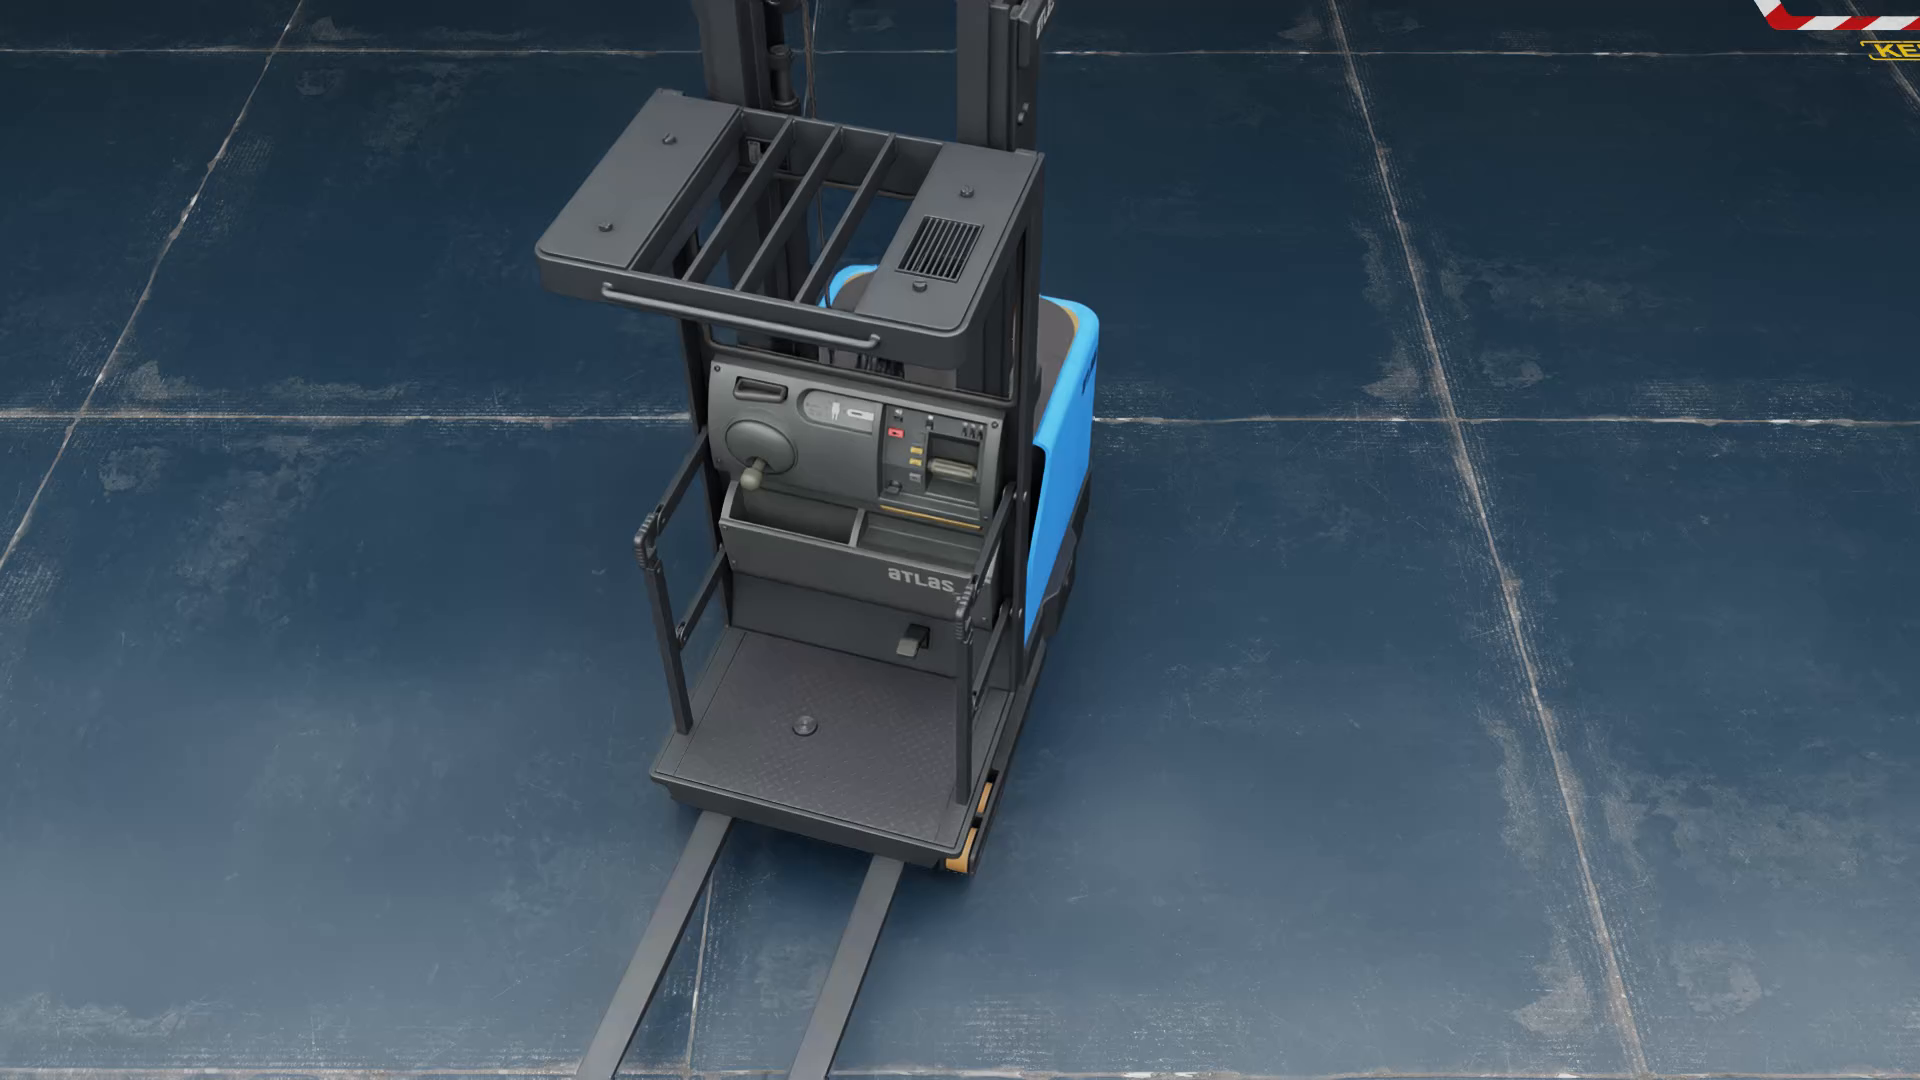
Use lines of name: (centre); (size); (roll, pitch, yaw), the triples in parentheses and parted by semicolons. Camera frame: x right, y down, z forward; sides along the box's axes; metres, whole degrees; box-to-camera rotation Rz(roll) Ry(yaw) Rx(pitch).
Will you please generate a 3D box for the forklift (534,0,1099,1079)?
forklift: (-0.386, -0.194, 4.929); (1.130, 2.935, 3.031); (12, 48, 11)
